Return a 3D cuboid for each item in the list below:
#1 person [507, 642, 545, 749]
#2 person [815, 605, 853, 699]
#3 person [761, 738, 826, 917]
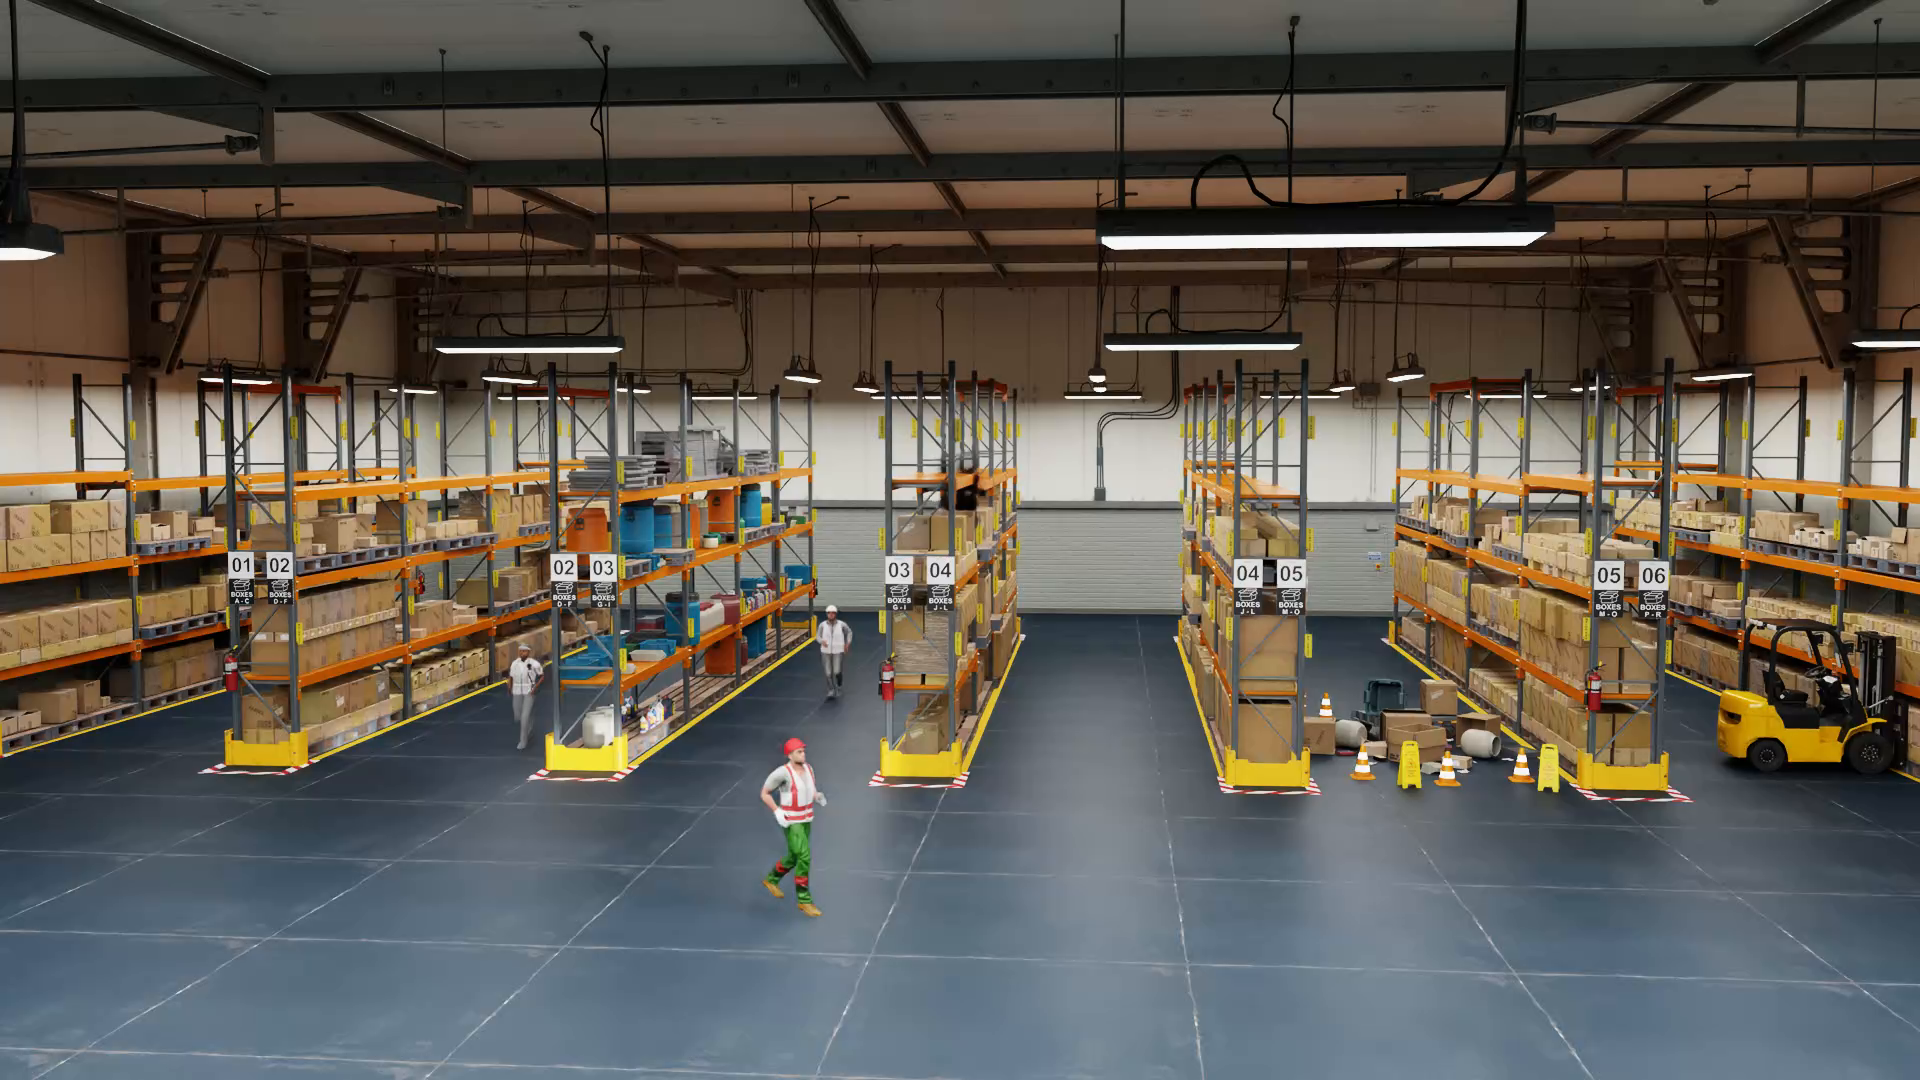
[{"bbox_3d":[-6.911,2.445,26.491,0.584,1.674,0.668,0,4,4],"label":"person"},{"bbox_3d":[-2.354,2.092,30.923,0.679,1.756,0.648,0,4,1],"label":"person"},{"bbox_3d":[-1.742,2.956,17.353,0.852,1.814,0.640,2,4,33],"label":"person"}]
